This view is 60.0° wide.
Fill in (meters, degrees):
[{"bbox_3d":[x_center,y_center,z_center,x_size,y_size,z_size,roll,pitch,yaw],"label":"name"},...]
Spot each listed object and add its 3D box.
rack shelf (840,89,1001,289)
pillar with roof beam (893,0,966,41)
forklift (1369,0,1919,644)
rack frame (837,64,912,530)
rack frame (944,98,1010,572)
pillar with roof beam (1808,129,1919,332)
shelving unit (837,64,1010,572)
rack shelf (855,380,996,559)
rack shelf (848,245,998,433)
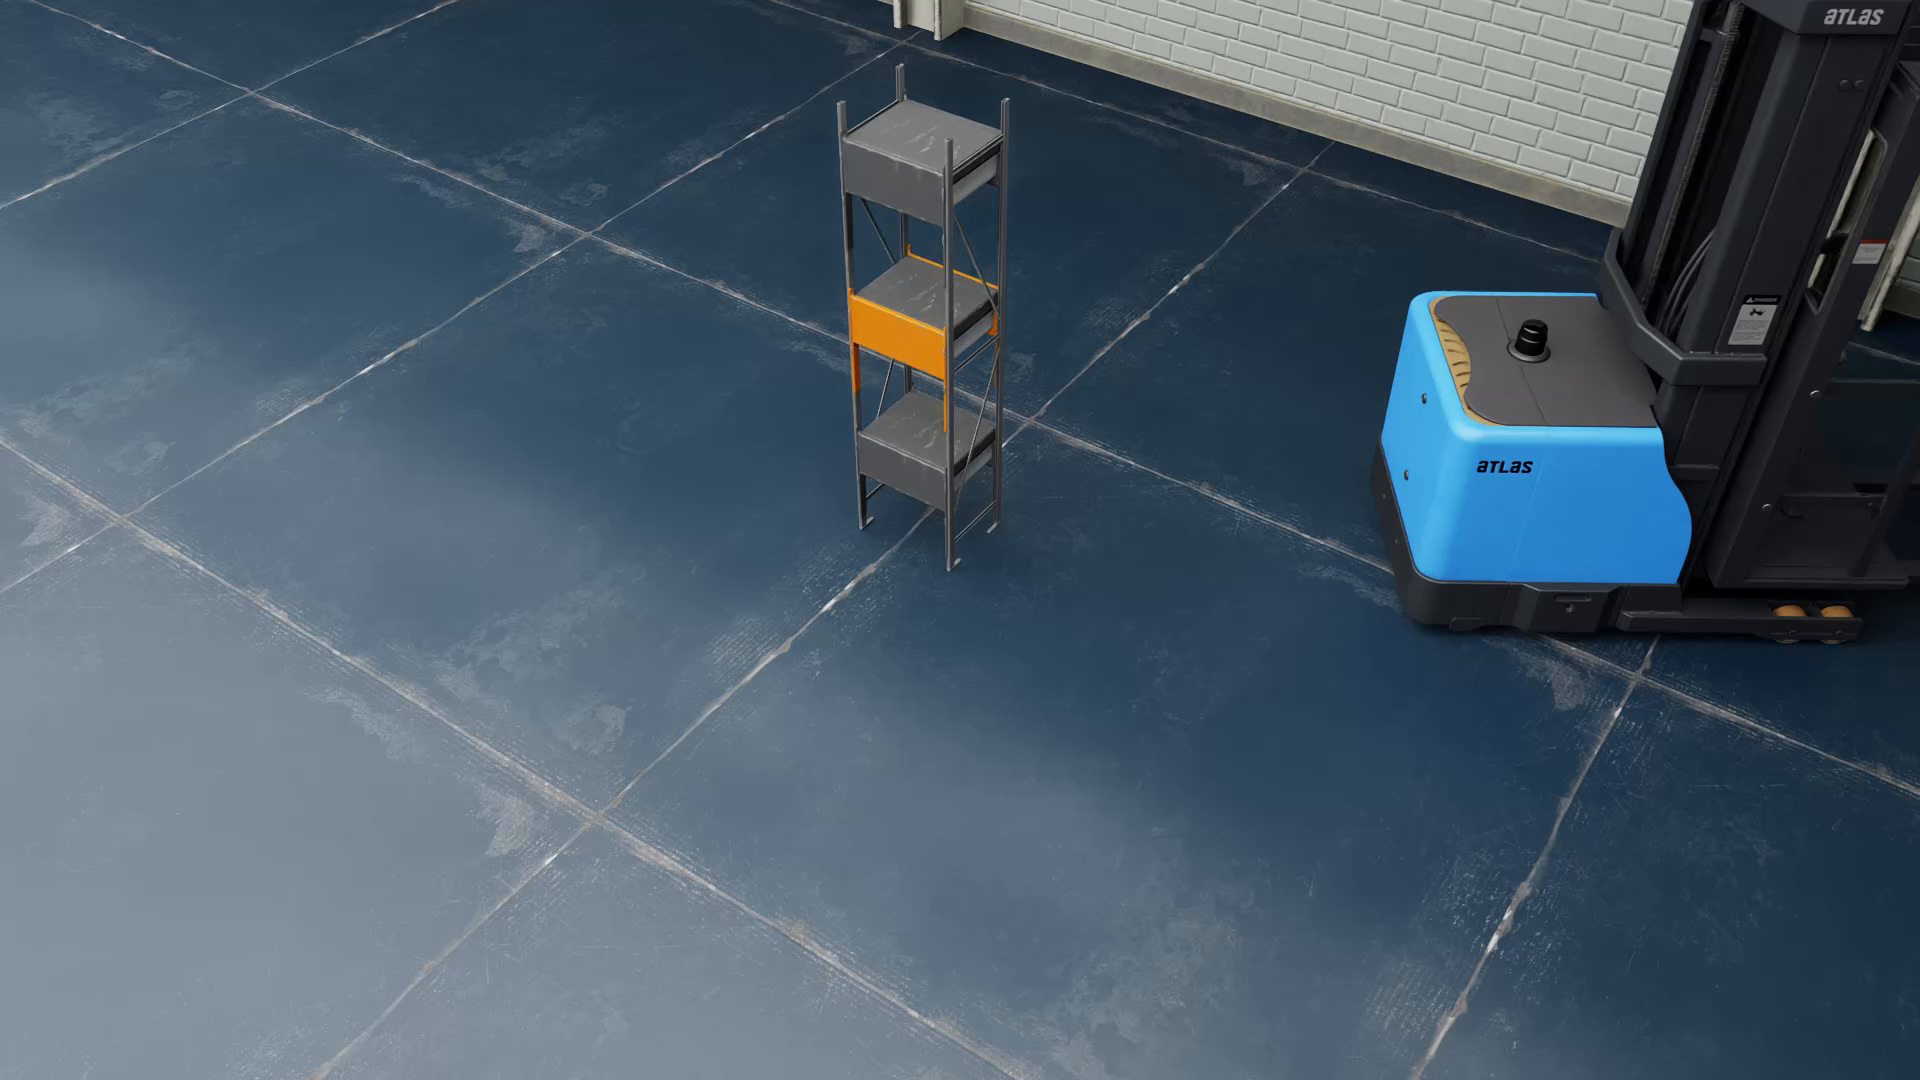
[{"bbox_3d":[-0.136,-1.357,6.411,0.480,0.518,0.431,25,48,25],"label":"rack shelf"},{"bbox_3d":[-2.680,-4.550,5.835,0.400,9.000,9.100,25,48,25],"label":"pillar with roof beam"},{"bbox_3d":[3.403,-1.015,6.435,3.031,2.935,1.130,1,42,1],"label":"forklift"},{"bbox_3d":[-0.335,-0.939,6.973,0.015,2.100,0.400,25,48,25],"label":"rack frame"},{"bbox_3d":[0.064,-0.752,6.765,0.015,2.100,0.400,25,48,25],"label":"rack frame"},{"bbox_3d":[2.233,-2.253,3.267,0.400,9.000,9.100,25,48,25],"label":"pillar with roof beam"},{"bbox_3d":[-0.136,-0.846,6.869,0.503,2.100,0.431,25,48,25],"label":"shelving unit"},{"bbox_3d":[-0.136,-0.314,7.345,0.480,0.518,0.431,25,48,25],"label":"rack shelf"},{"bbox_3d":[-0.136,-0.836,6.878,0.480,0.518,0.431,25,48,25],"label":"rack shelf"}]
